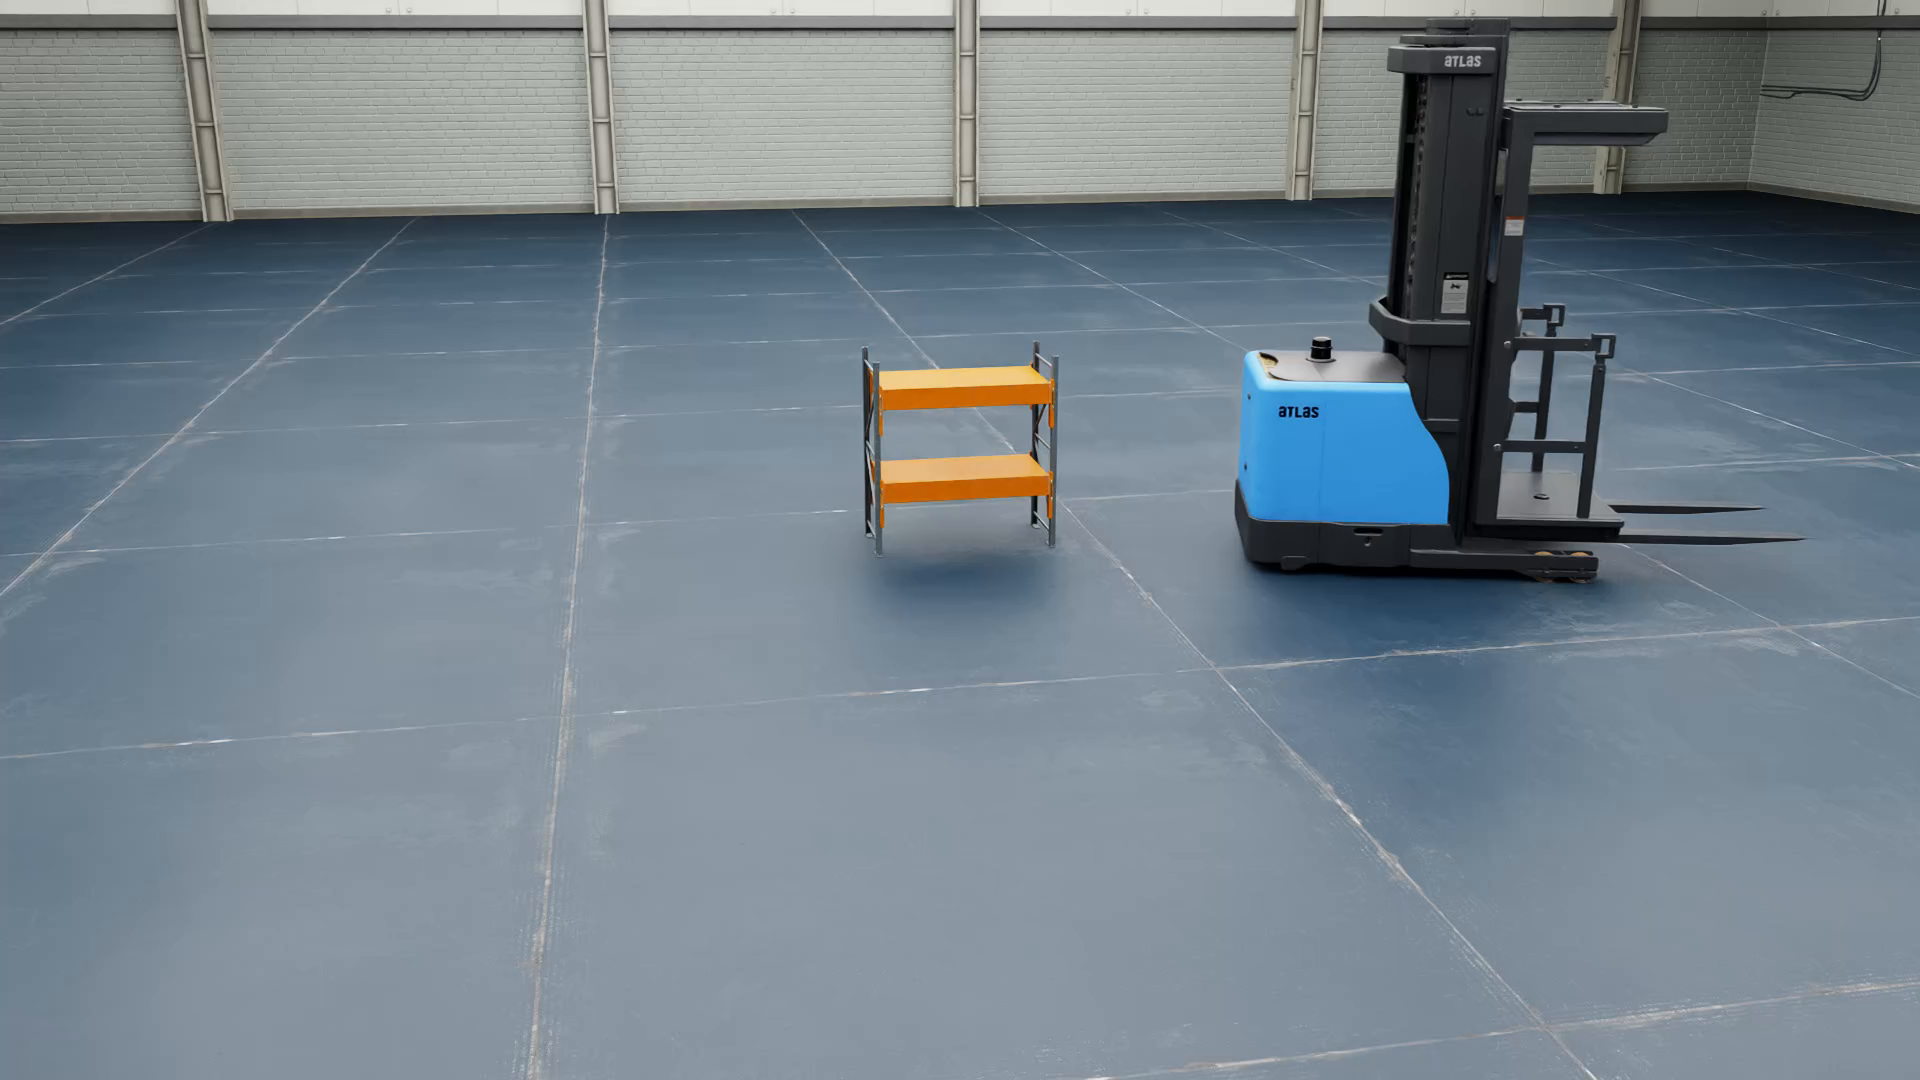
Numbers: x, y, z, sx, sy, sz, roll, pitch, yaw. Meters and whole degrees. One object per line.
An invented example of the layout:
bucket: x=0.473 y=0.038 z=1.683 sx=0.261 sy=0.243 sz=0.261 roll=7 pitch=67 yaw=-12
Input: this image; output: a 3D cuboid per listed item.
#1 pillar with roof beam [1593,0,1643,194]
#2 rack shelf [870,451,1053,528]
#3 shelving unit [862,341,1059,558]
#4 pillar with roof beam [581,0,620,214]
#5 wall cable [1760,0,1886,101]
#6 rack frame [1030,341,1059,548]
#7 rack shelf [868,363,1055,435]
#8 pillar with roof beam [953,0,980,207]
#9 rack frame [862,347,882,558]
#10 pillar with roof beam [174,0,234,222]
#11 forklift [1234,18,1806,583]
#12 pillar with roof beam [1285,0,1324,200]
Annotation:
pillar with roof beam: x=12.702 y=-9.435 z=25.202 sx=0.400 sy=9.000 sz=9.100 roll=-3 pitch=17 yaw=-10
rack shelf: x=-0.007 y=-0.304 z=9.717 sx=1.000 sy=0.278 sz=0.538 roll=-3 pitch=17 yaw=-10
shelving unit: x=-0.007 y=-0.537 z=9.645 sx=1.048 sy=1.125 sz=0.538 roll=-3 pitch=17 yaw=-10
pillar with roof beam: x=-4.972 y=-8.432 z=21.938 sx=0.400 sy=9.000 sz=9.100 roll=-3 pitch=17 yaw=-10
wall cable: x=15.028 y=-8.974 z=28.992 sx=0.112 sy=2.526 sz=3.097 roll=-3 pitch=17 yaw=-10
rack frame: x=0.492 y=-0.566 z=9.738 sx=0.032 sy=1.125 sz=0.500 roll=-3 pitch=17 yaw=-10
rack shelf: x=-0.007 y=-0.817 z=9.559 sx=1.000 sy=0.278 sz=0.538 roll=-3 pitch=17 yaw=-10
pillar with roof beam: x=0.919 y=-8.766 z=23.026 sx=0.400 sy=9.000 sz=9.100 roll=-3 pitch=17 yaw=-10
rack frame: x=-0.506 y=-0.509 z=9.553 sx=0.032 sy=1.125 sz=0.500 roll=-3 pitch=17 yaw=-10
pillar with roof beam: x=-10.863 y=-8.098 z=20.850 sx=0.400 sy=9.000 sz=9.100 roll=-3 pitch=17 yaw=-10
forklift: x=3.137 y=-1.329 z=9.146 sx=3.031 sy=2.935 sz=1.130 roll=1 pitch=17 yaw=4
pillar with roof beam: x=6.811 y=-9.100 z=24.114 sx=0.400 sy=9.000 sz=9.100 roll=-3 pitch=17 yaw=-10
